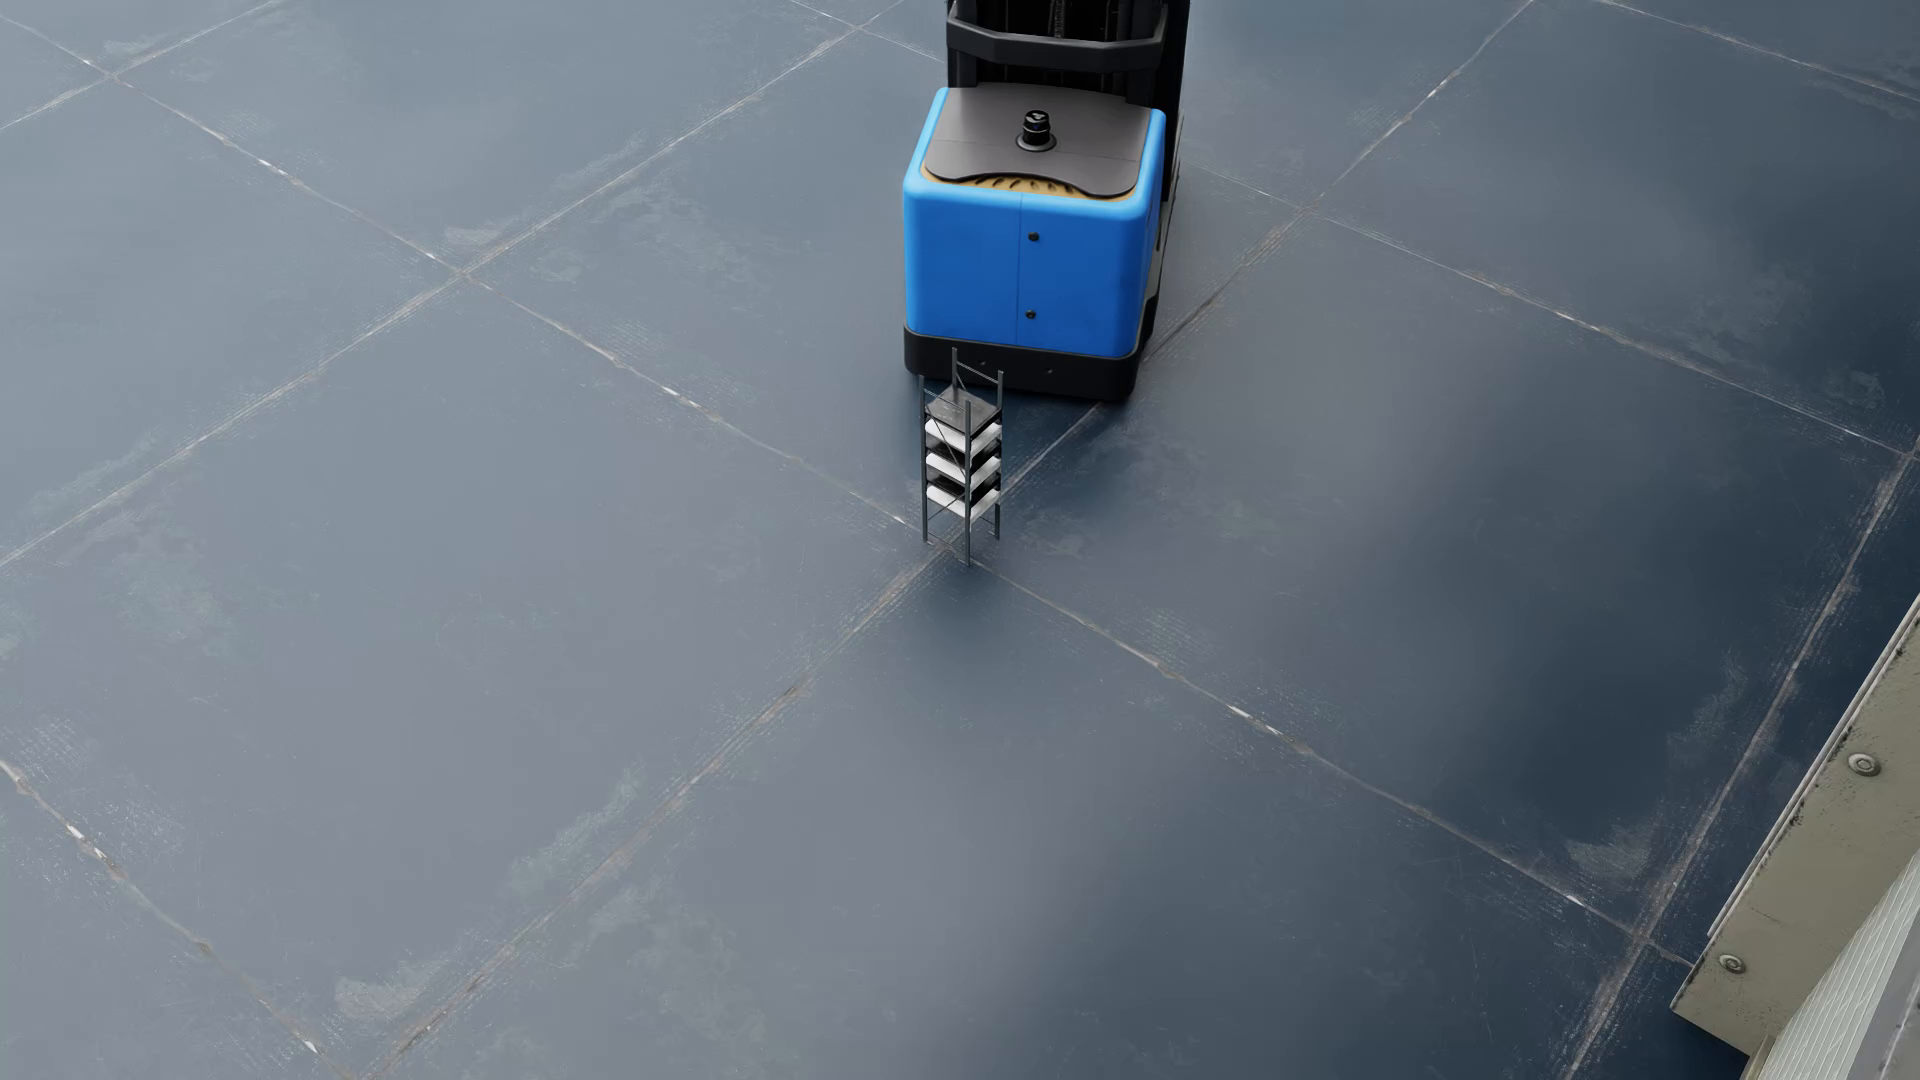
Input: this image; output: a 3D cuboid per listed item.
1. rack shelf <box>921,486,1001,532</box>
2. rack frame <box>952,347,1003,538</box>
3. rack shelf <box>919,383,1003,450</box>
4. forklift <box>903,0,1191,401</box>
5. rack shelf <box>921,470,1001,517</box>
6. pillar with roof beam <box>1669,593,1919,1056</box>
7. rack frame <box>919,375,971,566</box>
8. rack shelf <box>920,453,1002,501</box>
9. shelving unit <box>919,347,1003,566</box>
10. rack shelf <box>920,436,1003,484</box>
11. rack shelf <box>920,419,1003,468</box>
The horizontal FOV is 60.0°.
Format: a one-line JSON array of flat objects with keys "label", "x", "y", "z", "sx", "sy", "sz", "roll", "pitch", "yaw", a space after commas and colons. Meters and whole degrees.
[{"label": "rack shelf", "x": 0.005, "y": -0.168, "z": 6.748, "sx": 0.258, "sy": 0.077, "sz": 0.200, "roll": 29, "pitch": 53, "yaw": 25}, {"label": "rack frame", "x": 0.067, "y": -0.374, "z": 6.649, "sx": 0.240, "sy": 0.900, "sz": 0.006, "roll": 29, "pitch": 53, "yaw": 25}, {"label": "rack shelf", "x": 0.005, "y": -0.479, "z": 6.423, "sx": 0.258, "sy": 0.077, "sz": 0.200, "roll": 29, "pitch": 53, "yaw": 25}, {"label": "forklift", "x": 0.530, "y": -2.715, "z": 7.482, "sx": 1.130, "sy": 2.935, "sz": 3.031, "roll": 8, "pitch": 47, "yaw": 7}, {"label": "rack shelf", "x": 0.005, "y": -0.230, "z": 6.683, "sx": 0.258, "sy": 0.077, "sz": 0.200, "roll": 29, "pitch": 53, "yaw": 25}, {"label": "pillar with roof beam", "x": -0.841, "y": -3.522, "z": 4.055, "sx": 9.100, "sy": 9.000, "sz": 0.400, "roll": 29, "pitch": 53, "yaw": 25}, {"label": "rack frame", "x": -0.057, "y": -0.257, "z": 6.538, "sx": 0.240, "sy": 0.900, "sz": 0.006, "roll": 29, "pitch": 53, "yaw": 25}, {"label": "rack shelf", "x": 0.005, "y": -0.292, "z": 6.618, "sx": 0.258, "sy": 0.077, "sz": 0.200, "roll": 29, "pitch": 53, "yaw": 25}, {"label": "shelving unit", "x": 0.005, "y": -0.315, "z": 6.594, "sx": 0.258, "sy": 0.900, "sz": 0.210, "roll": 29, "pitch": 53, "yaw": 25}, {"label": "rack shelf", "x": 0.005, "y": -0.355, "z": 6.553, "sx": 0.258, "sy": 0.077, "sz": 0.200, "roll": 29, "pitch": 53, "yaw": 25}, {"label": "rack shelf", "x": 0.005, "y": -0.417, "z": 6.488, "sx": 0.258, "sy": 0.077, "sz": 0.200, "roll": 29, "pitch": 53, "yaw": 25}]
